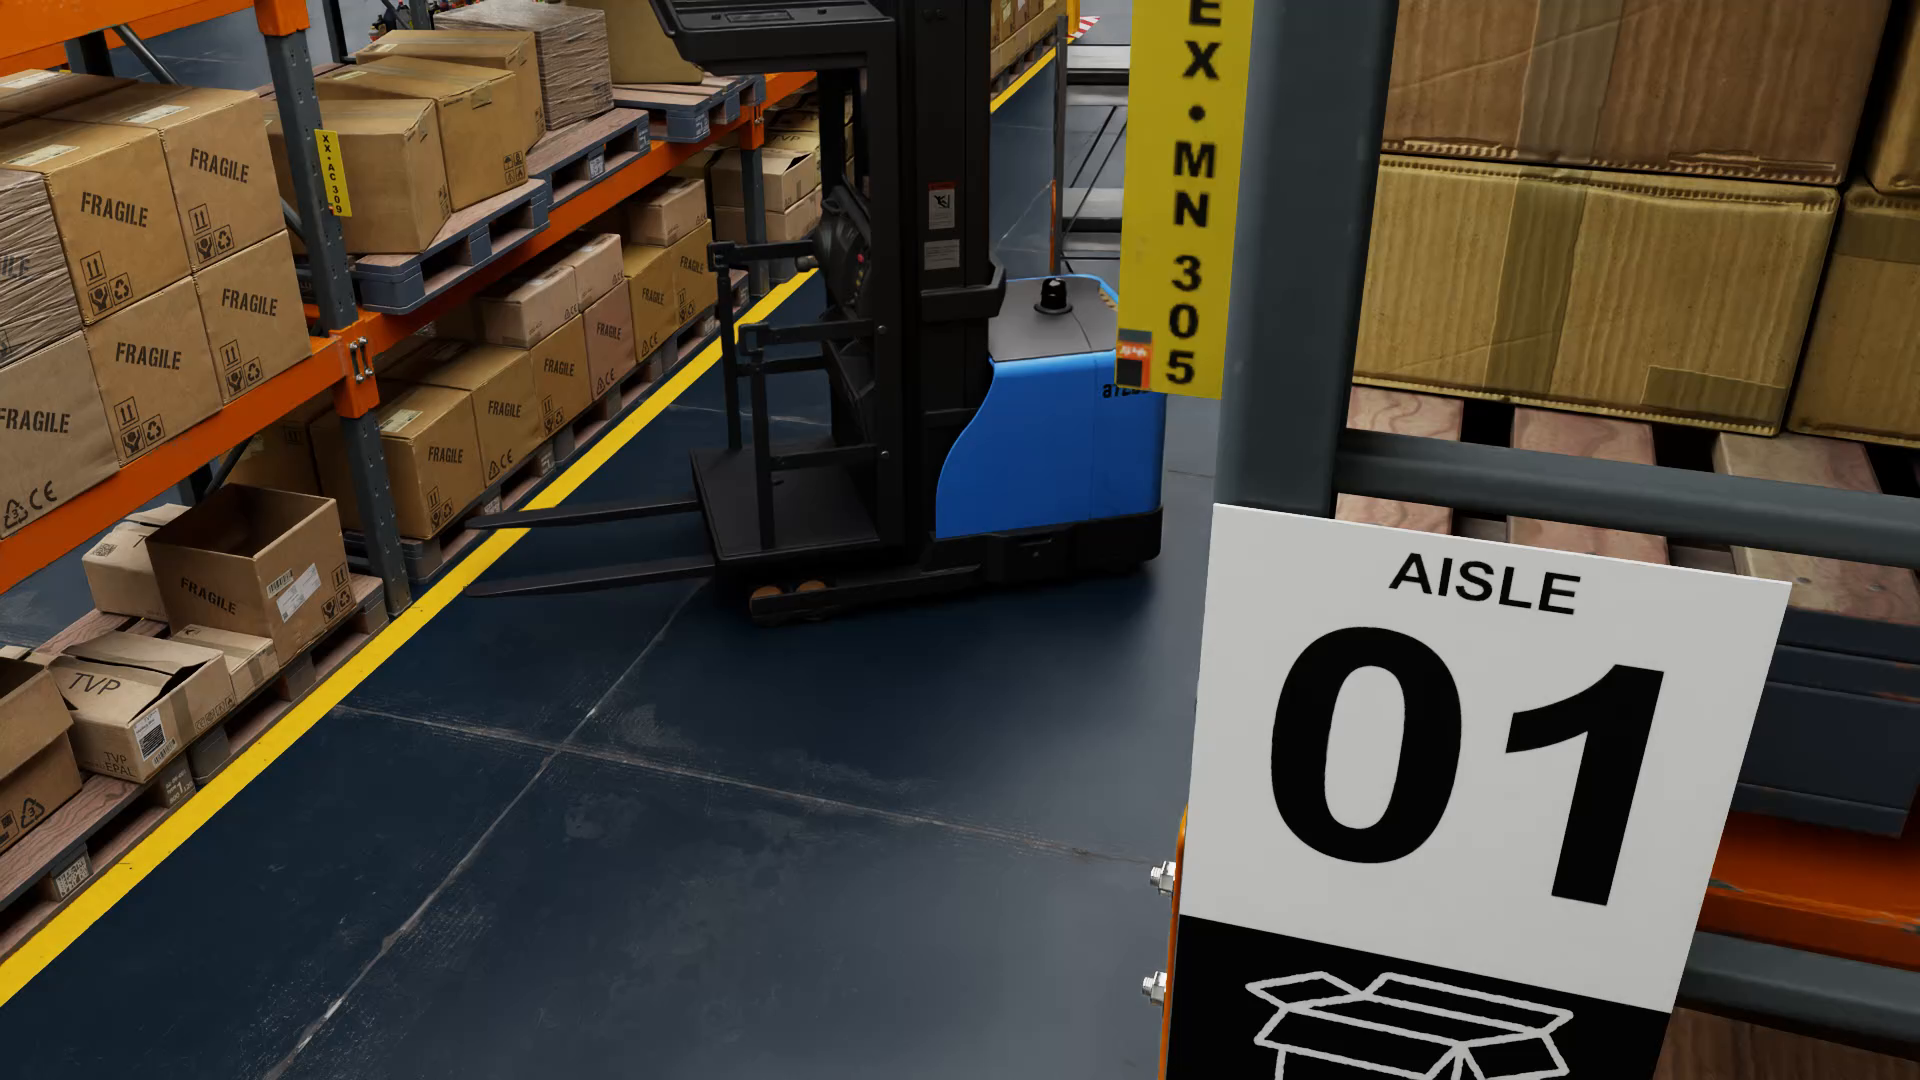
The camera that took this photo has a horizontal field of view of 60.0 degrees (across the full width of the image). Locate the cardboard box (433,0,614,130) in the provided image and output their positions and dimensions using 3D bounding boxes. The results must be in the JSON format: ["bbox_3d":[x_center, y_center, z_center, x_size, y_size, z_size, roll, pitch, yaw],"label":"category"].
[{"bbox_3d":[-2.233,-2.452,8.538,0.700,0.500,0.500,14,32,24],"label":"cardboard box"}]

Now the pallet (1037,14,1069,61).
[{"bbox_3d":[0.459,-5.070,16.646,1.003,0.211,1.213,8,30,15],"label":"pallet"}]

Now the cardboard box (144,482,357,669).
[{"bbox_3d":[-2.775,0.132,6.545,0.500,0.500,0.500,8,30,15],"label":"cardboard box"}]

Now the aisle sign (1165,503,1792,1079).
[{"bbox_3d":[0.376,0.346,1.369,0.394,0.787,0.004,8,30,15],"label":"aisle sign"}]

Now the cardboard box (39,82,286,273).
[{"bbox_3d":[-2.780,-1.282,5.837,0.500,0.500,0.500,9,30,15],"label":"cardboard box"}]

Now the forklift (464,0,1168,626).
[{"bbox_3d":[-0.669,-1.198,6.888,3.031,2.935,1.130,-7,30,-13],"label":"forklift"}]

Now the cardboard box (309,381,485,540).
[{"bbox_3d":[-2.504,-0.363,7.435,0.500,0.500,0.500,7,30,13],"label":"cardboard box"}]

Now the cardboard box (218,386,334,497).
[{"bbox_3d":[-3.008,-0.443,7.580,0.500,0.500,0.500,8,30,15],"label":"cardboard box"}]

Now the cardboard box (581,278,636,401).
[{"bbox_3d":[-2.055,-1.078,8.722,0.500,0.500,0.500,7,30,13],"label":"cardboard box"}]

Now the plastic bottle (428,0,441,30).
[{"bbox_3d":[-5.095,-5.081,16.141,0.061,0.283,0.133,8,30,15],"label":"plastic bottle"}]

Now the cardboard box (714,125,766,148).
[{"bbox_3d":[-1.640,-2.680,11.301,0.500,0.311,0.500,8,30,14],"label":"cardboard box"}]

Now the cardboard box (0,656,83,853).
[{"bbox_3d":[-3.425,0.700,5.522,0.797,0.503,0.637,8,30,15],"label":"cardboard box"}]

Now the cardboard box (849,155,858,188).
[{"bbox_3d":[-0.977,-2.591,11.719,0.500,0.250,0.500,8,30,14],"label":"cardboard box"}]

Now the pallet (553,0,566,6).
[{"bbox_3d":[-4.312,-5.721,17.816,1.003,0.211,1.213,8,30,15],"label":"pallet"}]

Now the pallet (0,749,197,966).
[{"bbox_3d":[-3.438,1.034,5.675,1.003,0.211,1.213,8,30,15],"label":"pallet"}]

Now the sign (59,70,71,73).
[{"bbox_3d":[-3.410,-1.656,6.451,0.100,0.325,0.005,8,30,15],"label":"sign"}]

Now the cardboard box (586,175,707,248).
[{"bbox_3d":[-1.767,-1.864,9.363,0.500,0.250,0.500,10,31,17],"label":"cardboard box"}]

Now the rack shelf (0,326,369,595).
[{"bbox_3d":[-3.466,0.171,5.097,1.077,0.370,4.000,8,30,15],"label":"rack shelf"}]

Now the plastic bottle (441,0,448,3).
[{"bbox_3d":[-5.110,-5.260,16.474,0.097,0.271,0.097,0,29,0],"label":"plastic bottle"}]

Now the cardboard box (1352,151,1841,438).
[{"bbox_3d":[0.645,-0.360,1.845,0.500,0.250,0.500,9,30,16],"label":"cardboard box"}]

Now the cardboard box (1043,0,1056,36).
[{"bbox_3d":[0.633,-5.106,16.240,0.500,0.250,0.500,8,30,15],"label":"cardboard box"}]

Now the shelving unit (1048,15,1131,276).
[{"bbox_3d":[0.659,-1.466,8.225,0.431,2.100,0.503,1,29,1],"label":"shelving unit"}]

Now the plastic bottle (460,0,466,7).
[{"bbox_3d":[-5.021,-5.401,16.727,0.097,0.271,0.097,0,29,0],"label":"plastic bottle"}]

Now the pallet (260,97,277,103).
[{"bbox_3d":[-5.814,-3.341,13.539,1.003,0.211,1.213,8,30,15],"label":"pallet"}]

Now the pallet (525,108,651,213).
[{"bbox_3d":[-2.271,-1.943,8.356,1.003,0.211,1.213,8,30,15],"label":"pallet"}]

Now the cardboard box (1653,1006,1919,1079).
[{"bbox_3d":[0.824,1.122,2.340,0.980,0.700,0.700,10,31,17],"label":"cardboard box"}]

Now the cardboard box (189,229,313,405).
[{"bbox_3d":[-2.780,-0.848,6.085,0.500,0.500,0.500,9,30,16],"label":"cardboard box"}]

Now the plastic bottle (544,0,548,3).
[{"bbox_3d":[-4.211,-5.411,16.818,0.097,0.201,0.097,0,29,0],"label":"plastic bottle"}]

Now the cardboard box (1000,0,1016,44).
[{"bbox_3d":[0.198,-4.736,14.803,0.500,0.500,0.500,8,30,15],"label":"cardboard box"}]

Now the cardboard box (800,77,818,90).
[{"bbox_3d":[-1.193,-3.389,12.575,0.500,0.311,0.500,8,30,13],"label":"cardboard box"}]

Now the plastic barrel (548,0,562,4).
[{"bbox_3d":[-4.358,-5.905,17.406,0.421,0.512,0.421,0,29,0],"label":"plastic barrel"}]

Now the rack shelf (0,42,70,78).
[{"bbox_3d":[-7.026,-2.397,9.712,1.077,0.370,4.000,8,30,15],"label":"rack shelf"}]

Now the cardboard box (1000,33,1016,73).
[{"bbox_3d":[0.199,-4.408,14.985,0.500,0.250,0.500,8,30,15],"label":"cardboard box"}]

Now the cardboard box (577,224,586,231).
[{"bbox_3d":[-2.260,-1.617,9.690,0.500,0.500,0.500,7,30,13],"label":"cardboard box"}]

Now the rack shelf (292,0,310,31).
[{"bbox_3d":[-2.292,-2.999,7.710,1.077,0.370,4.000,8,30,15],"label":"rack shelf"}]

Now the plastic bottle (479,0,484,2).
[{"bbox_3d":[-4.921,-5.560,17.013,0.097,0.271,0.097,0,29,0],"label":"plastic bottle"}]

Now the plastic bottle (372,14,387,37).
[{"bbox_3d":[-5.439,-4.775,15.590,0.061,0.283,0.133,10,31,17],"label":"plastic bottle"}]

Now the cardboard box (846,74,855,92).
[{"bbox_3d":[-0.671,-3.314,12.442,0.500,0.311,0.500,8,30,15],"label":"cardboard box"}]

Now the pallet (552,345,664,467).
[{"bbox_3d":[-2.320,-0.806,8.983,1.003,0.211,1.213,8,30,15],"label":"pallet"}]

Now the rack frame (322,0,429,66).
[{"bbox_3d":[-5.265,-5.499,14.550,1.000,3.000,0.127,8,30,15],"label":"rack frame"}]

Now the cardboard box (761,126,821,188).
[{"bbox_3d":[-1.124,-2.606,11.168,0.500,0.311,0.500,8,30,14],"label":"cardboard box"}]

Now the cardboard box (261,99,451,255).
[{"bbox_3d":[-2.526,-1.488,6.805,0.700,0.500,0.500,-1,29,-2],"label":"cardboard box"}]

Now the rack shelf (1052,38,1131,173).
[{"bbox_3d":[0.659,-2.066,7.891,0.431,0.518,0.480,1,29,1],"label":"rack shelf"}]
